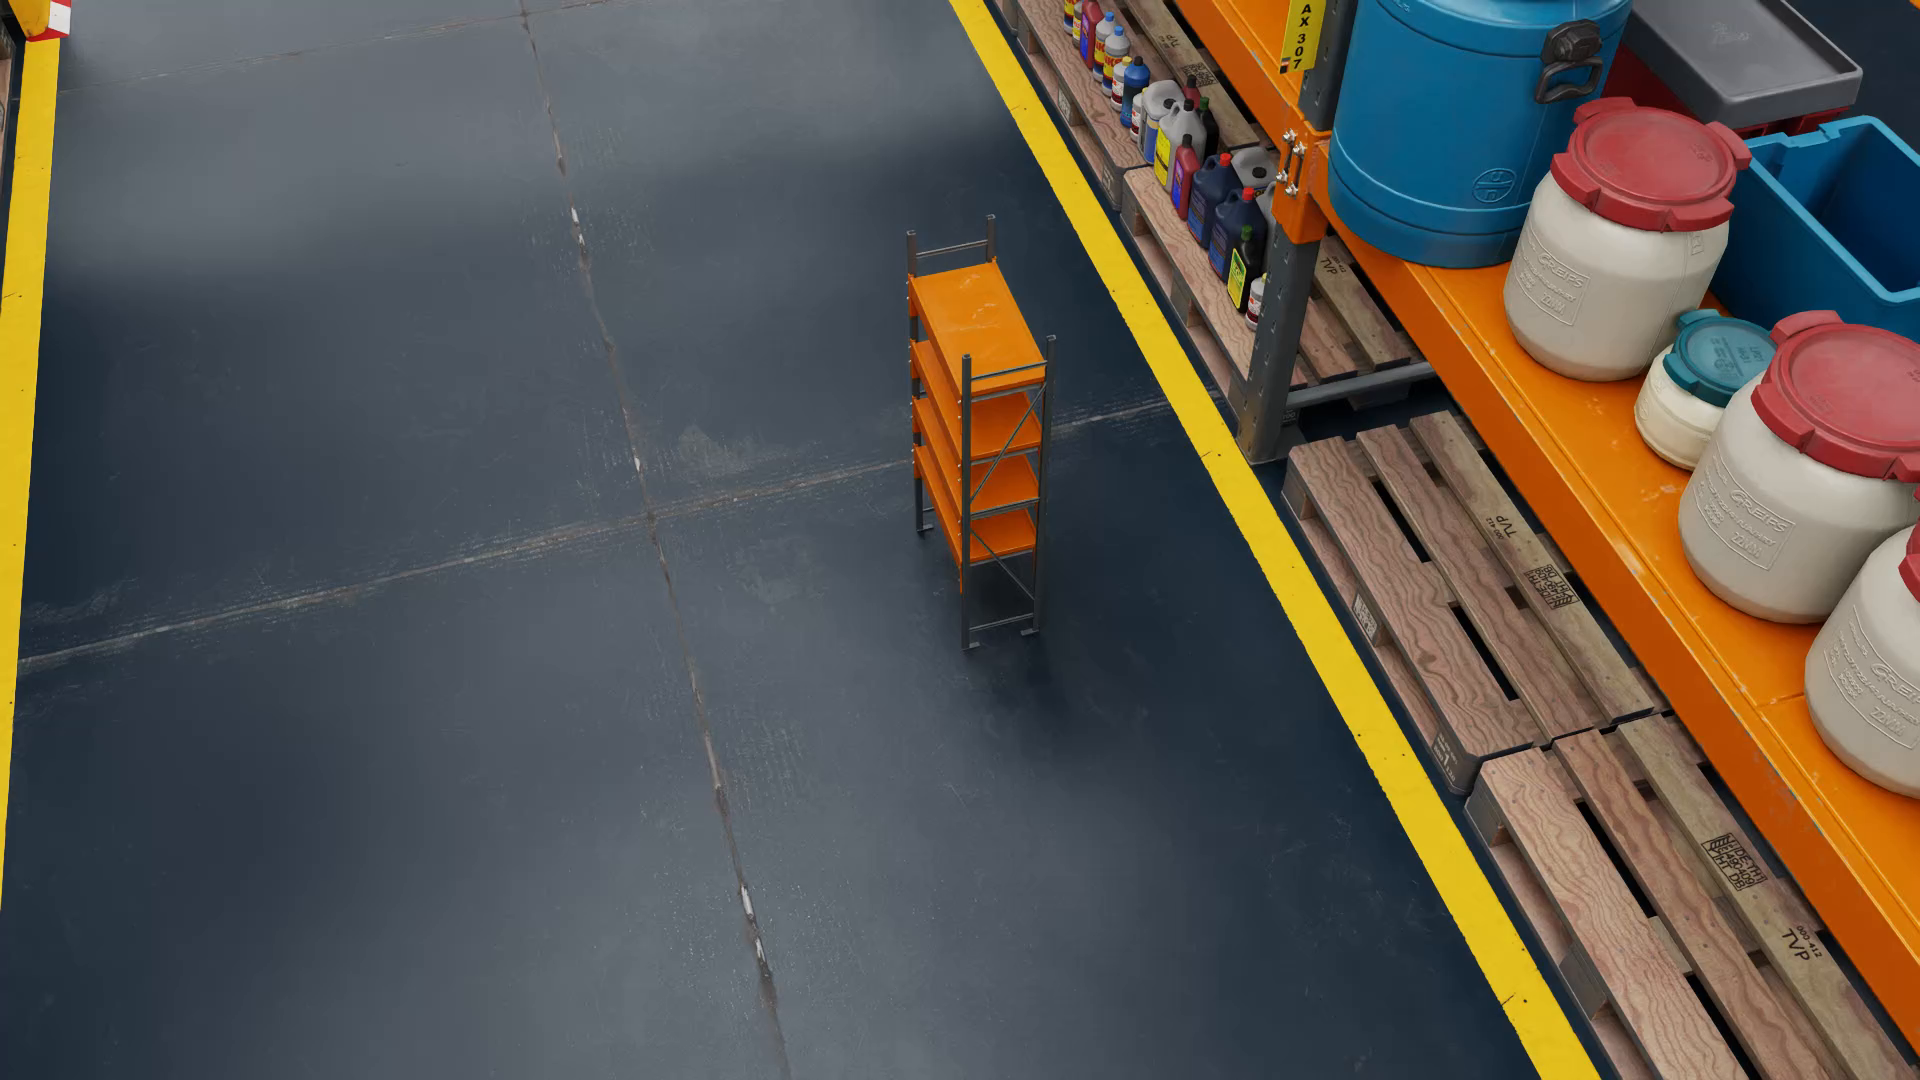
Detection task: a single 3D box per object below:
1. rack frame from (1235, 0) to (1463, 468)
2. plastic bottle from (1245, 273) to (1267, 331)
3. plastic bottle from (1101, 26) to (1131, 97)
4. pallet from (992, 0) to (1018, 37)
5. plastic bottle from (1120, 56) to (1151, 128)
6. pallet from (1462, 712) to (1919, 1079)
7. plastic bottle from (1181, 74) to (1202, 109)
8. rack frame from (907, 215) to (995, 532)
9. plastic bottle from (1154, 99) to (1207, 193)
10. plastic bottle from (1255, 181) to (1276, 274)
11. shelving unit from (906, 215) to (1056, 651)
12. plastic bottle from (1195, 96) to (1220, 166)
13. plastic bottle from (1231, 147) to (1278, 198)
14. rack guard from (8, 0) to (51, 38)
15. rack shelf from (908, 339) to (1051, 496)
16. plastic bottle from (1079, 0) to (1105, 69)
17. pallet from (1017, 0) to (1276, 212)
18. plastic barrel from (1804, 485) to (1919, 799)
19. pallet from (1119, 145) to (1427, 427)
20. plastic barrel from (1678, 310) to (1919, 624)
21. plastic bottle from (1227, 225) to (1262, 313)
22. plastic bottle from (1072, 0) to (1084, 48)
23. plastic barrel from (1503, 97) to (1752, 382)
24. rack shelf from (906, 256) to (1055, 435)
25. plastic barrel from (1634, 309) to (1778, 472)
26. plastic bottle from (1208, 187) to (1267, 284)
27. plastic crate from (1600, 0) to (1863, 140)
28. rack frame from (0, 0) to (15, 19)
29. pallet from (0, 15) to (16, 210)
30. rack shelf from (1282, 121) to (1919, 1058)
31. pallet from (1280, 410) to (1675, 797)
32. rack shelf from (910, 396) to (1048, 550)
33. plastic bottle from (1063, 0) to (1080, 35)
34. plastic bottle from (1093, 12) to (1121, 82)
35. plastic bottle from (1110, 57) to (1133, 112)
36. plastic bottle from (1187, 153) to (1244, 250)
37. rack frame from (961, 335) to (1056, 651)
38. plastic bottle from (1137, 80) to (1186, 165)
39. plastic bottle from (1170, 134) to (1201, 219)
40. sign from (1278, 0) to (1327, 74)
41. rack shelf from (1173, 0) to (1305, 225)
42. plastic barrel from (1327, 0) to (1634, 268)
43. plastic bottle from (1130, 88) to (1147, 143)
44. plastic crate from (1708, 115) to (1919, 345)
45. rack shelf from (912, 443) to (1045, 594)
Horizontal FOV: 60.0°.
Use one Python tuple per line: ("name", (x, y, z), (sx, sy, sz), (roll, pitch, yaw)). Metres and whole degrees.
("rack frame", (1.409, -1.361, 4.435), (1.000, 3.000, 0.127), (-13, 51, -11))
("plastic bottle", (1.004, -0.795, 5.501), (0.097, 0.201, 0.097), (0, 50, 0))
("plastic bottle", (0.596, -1.827, 6.325), (0.097, 0.271, 0.097), (0, 50, 0))
("pallet", (0.529, -2.744, 7.425), (1.003, 0.211, 1.213), (-13, 51, -11))
("plastic bottle", (0.655, -1.679, 6.200), (0.097, 0.271, 0.097), (0, 50, 0))
("pallet", (2.043, 0.995, 4.273), (1.003, 0.211, 1.213), (-13, 51, -11))
("plastic bottle", (0.848, -1.552, 6.086), (0.061, 0.283, 0.133), (-13, 51, -11))
("rack frame", (-0.023, -0.444, 4.840), (0.240, 1.200, 0.015), (-13, 51, -11))
("plastic bottle", (0.791, -1.430, 5.938), (0.144, 0.351, 0.185), (-14, 51, -11))
("plastic bottle", (1.081, -1.087, 5.649), (0.144, 0.351, 0.185), (-13, 51, -11))
("shelving unit", (0.049, -0.266, 4.689), (0.258, 1.200, 0.503), (-13, 51, -11))
("plastic bottle", (0.881, -1.450, 6.000), (0.061, 0.283, 0.133), (-13, 51, -11))
("plastic bottle", (1.021, -1.222, 5.812), (0.152, 0.276, 0.135), (-13, 51, -11))
("rack guard", (-4.483, -2.301, 6.863), (1.175, 0.500, 0.348), (-13, 51, -11))
("rack shelf", (0.049, -0.367, 4.570), (0.258, 0.148, 0.480), (-13, 51, -11))
("plastic bottle", (0.514, -1.984, 6.450), (0.061, 0.283, 0.133), (-13, 51, -10))
("pallet", (0.886, -1.855, 6.675), (1.003, 0.211, 1.213), (-13, 51, -11))
("plastic barrel", (1.827, 0.196, 3.034), (0.433, 0.535, 0.433), (0, 50, 0))
("pallet", (1.250, -0.962, 5.923), (1.003, 0.211, 1.213), (-13, 51, -11))
("plastic barrel", (1.699, -0.120, 3.301), (0.433, 0.535, 0.433), (0, 50, 0))
("plastic bottle", (0.952, -0.904, 5.539), (0.061, 0.283, 0.133), (-11, 51, -9))
("plastic bottle", (0.495, -2.052, 6.560), (0.097, 0.201, 0.097), (0, 50, 0))
("plastic barrel", (1.482, -0.656, 3.752), (0.433, 0.535, 0.433), (0, 50, 0))
("rack shelf", (0.049, -0.519, 4.389), (0.258, 0.148, 0.480), (-13, 51, -11))
("plastic barrel", (1.654, -0.315, 3.644), (0.301, 0.262, 0.301), (0, 50, 0))
("plastic bottle", (0.943, -1.054, 5.621), (0.144, 0.351, 0.185), (-15, 51, -12))
("plastic crate", (1.844, -1.097, 4.171), (0.402, 0.464, 0.583), (-13, 51, -11))
("rack frame", (-4.505, -3.162, 5.954), (1.000, 3.000, 0.127), (-13, 51, -11))
("pallet", (-4.276, -1.607, 6.466), (1.003, 0.211, 1.213), (-13, 51, -11))
("rack shelf", (2.000, 0.332, 3.479), (1.077, 0.370, 4.000), (-13, 51, -11))
("pallet", (1.678, 0.103, 5.025), (1.003, 0.211, 1.213), (-13, 51, -11))
("rack shelf", (0.049, -0.222, 4.741), (0.258, 0.148, 0.480), (-13, 51, -11))
("plastic bottle", (0.465, -2.150, 6.597), (0.097, 0.271, 0.097), (0, 50, 0))
("plastic bottle", (0.566, -1.900, 6.386), (0.097, 0.271, 0.097), (0, 50, 0))
("plastic bottle", (0.625, -1.732, 6.290), (0.097, 0.201, 0.097), (0, 50, 0))
("plastic bottle", (0.886, -1.194, 5.740), (0.144, 0.351, 0.185), (-16, 52, -13))
("rack frame", (0.121, -0.088, 4.539), (0.240, 1.200, 0.015), (-13, 51, -11))
("plastic bottle", (0.747, -1.526, 6.068), (0.152, 0.276, 0.135), (-12, 51, -10))
("plastic bottle", (0.798, -1.282, 5.858), (0.061, 0.283, 0.133), (-10, 51, -9))
("sign", (0.880, -1.334, 4.231), (0.100, 0.325, 0.005), (-13, 51, -11))
("rack shelf", (0.818, -2.590, 5.942), (1.077, 0.370, 4.000), (-13, 51, -11))
("plastic barrel", (1.234, -1.172, 3.948), (0.600, 0.901, 0.708), (-13, 51, -11))
("plastic bottle", (0.686, -1.582, 6.164), (0.097, 0.201, 0.097), (0, 50, 0))
("plastic crate", (2.032, -0.620, 3.821), (0.392, 0.384, 0.575), (-13, 51, -11))
("rack shelf", (0.049, -0.094, 4.893), (0.258, 0.148, 0.480), (-13, 51, -11))
